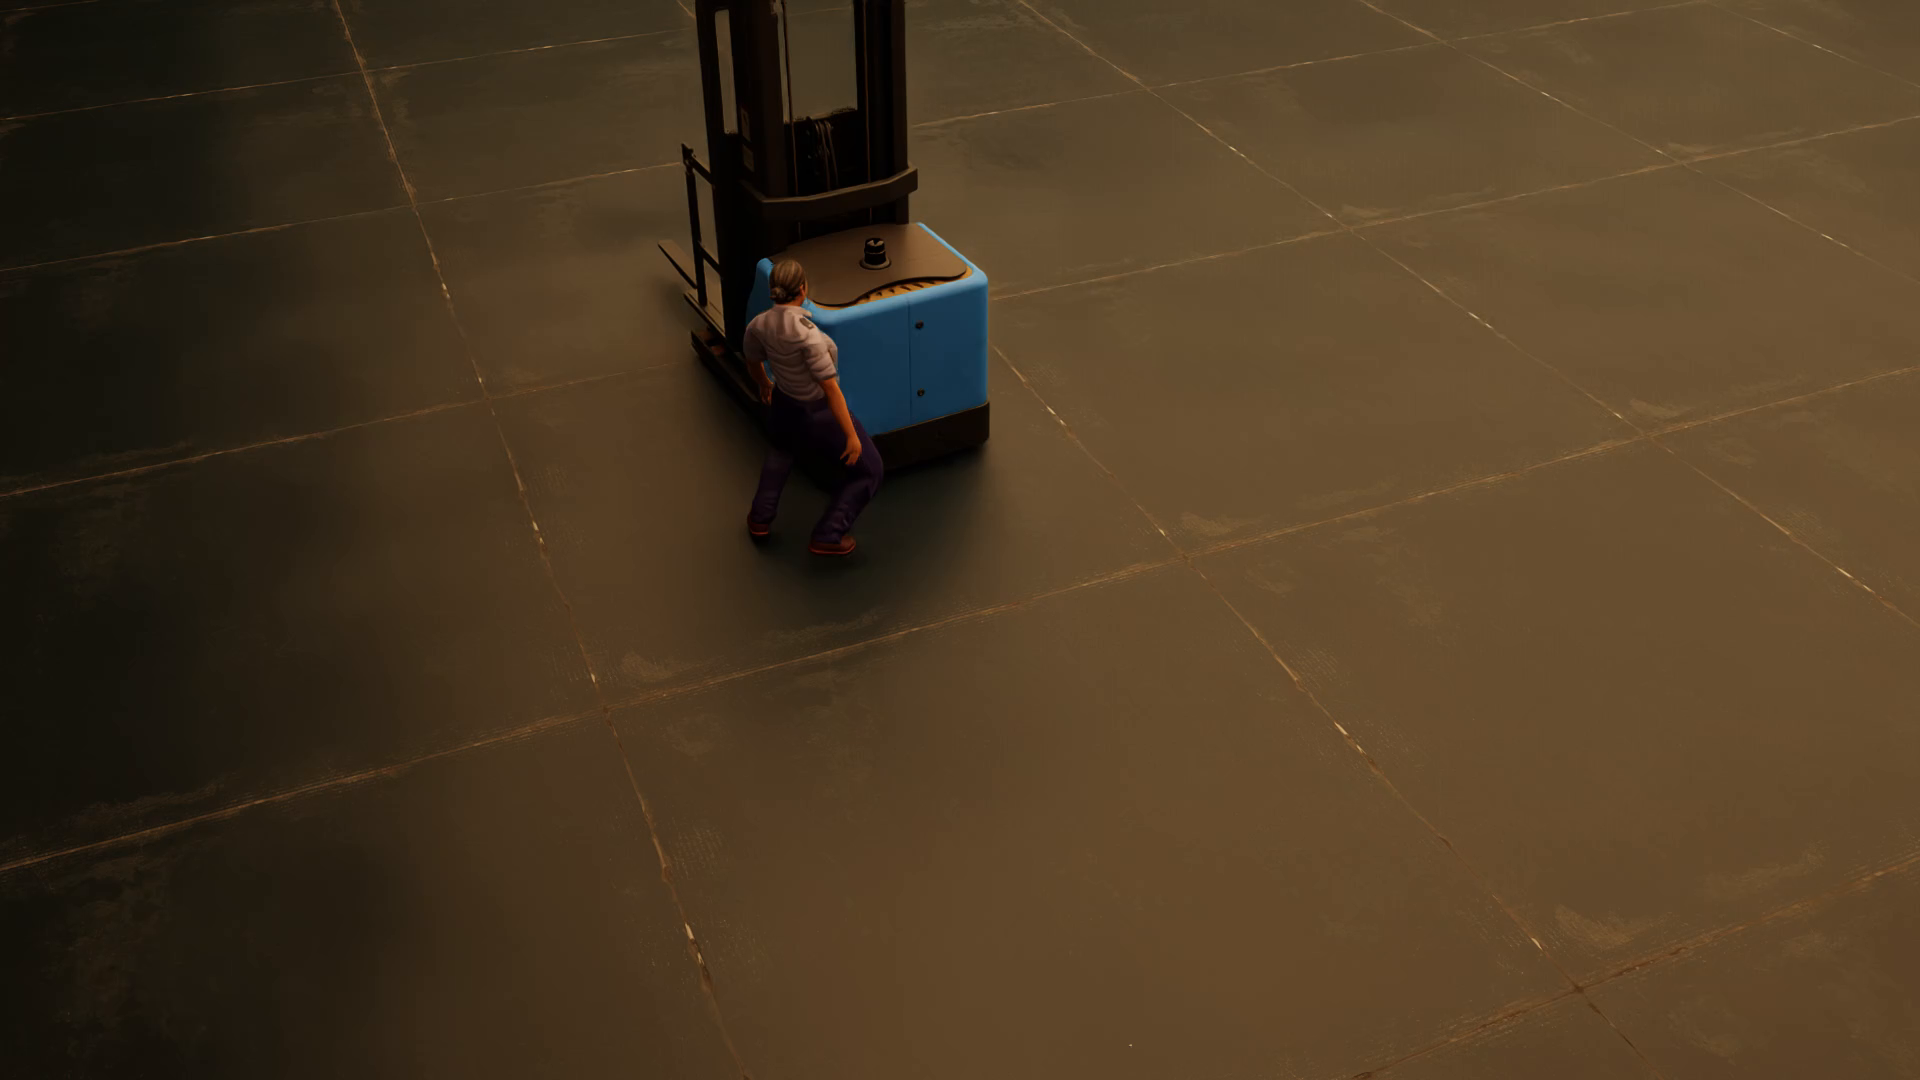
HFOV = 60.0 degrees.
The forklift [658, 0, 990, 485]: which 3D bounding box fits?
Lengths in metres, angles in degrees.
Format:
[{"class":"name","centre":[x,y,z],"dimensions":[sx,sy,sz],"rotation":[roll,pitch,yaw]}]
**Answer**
[{"class":"forklift","centre":[-0.984,-2.323,9.366],"dimensions":[1.130,2.935,3.031],"rotation":[-18,39,-23]}]

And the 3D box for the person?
[{"class":"person","centre":[-0.741,-0.641,8.154],"dimensions":[0.838,1.543,0.496],"rotation":[30,45,35]}]
